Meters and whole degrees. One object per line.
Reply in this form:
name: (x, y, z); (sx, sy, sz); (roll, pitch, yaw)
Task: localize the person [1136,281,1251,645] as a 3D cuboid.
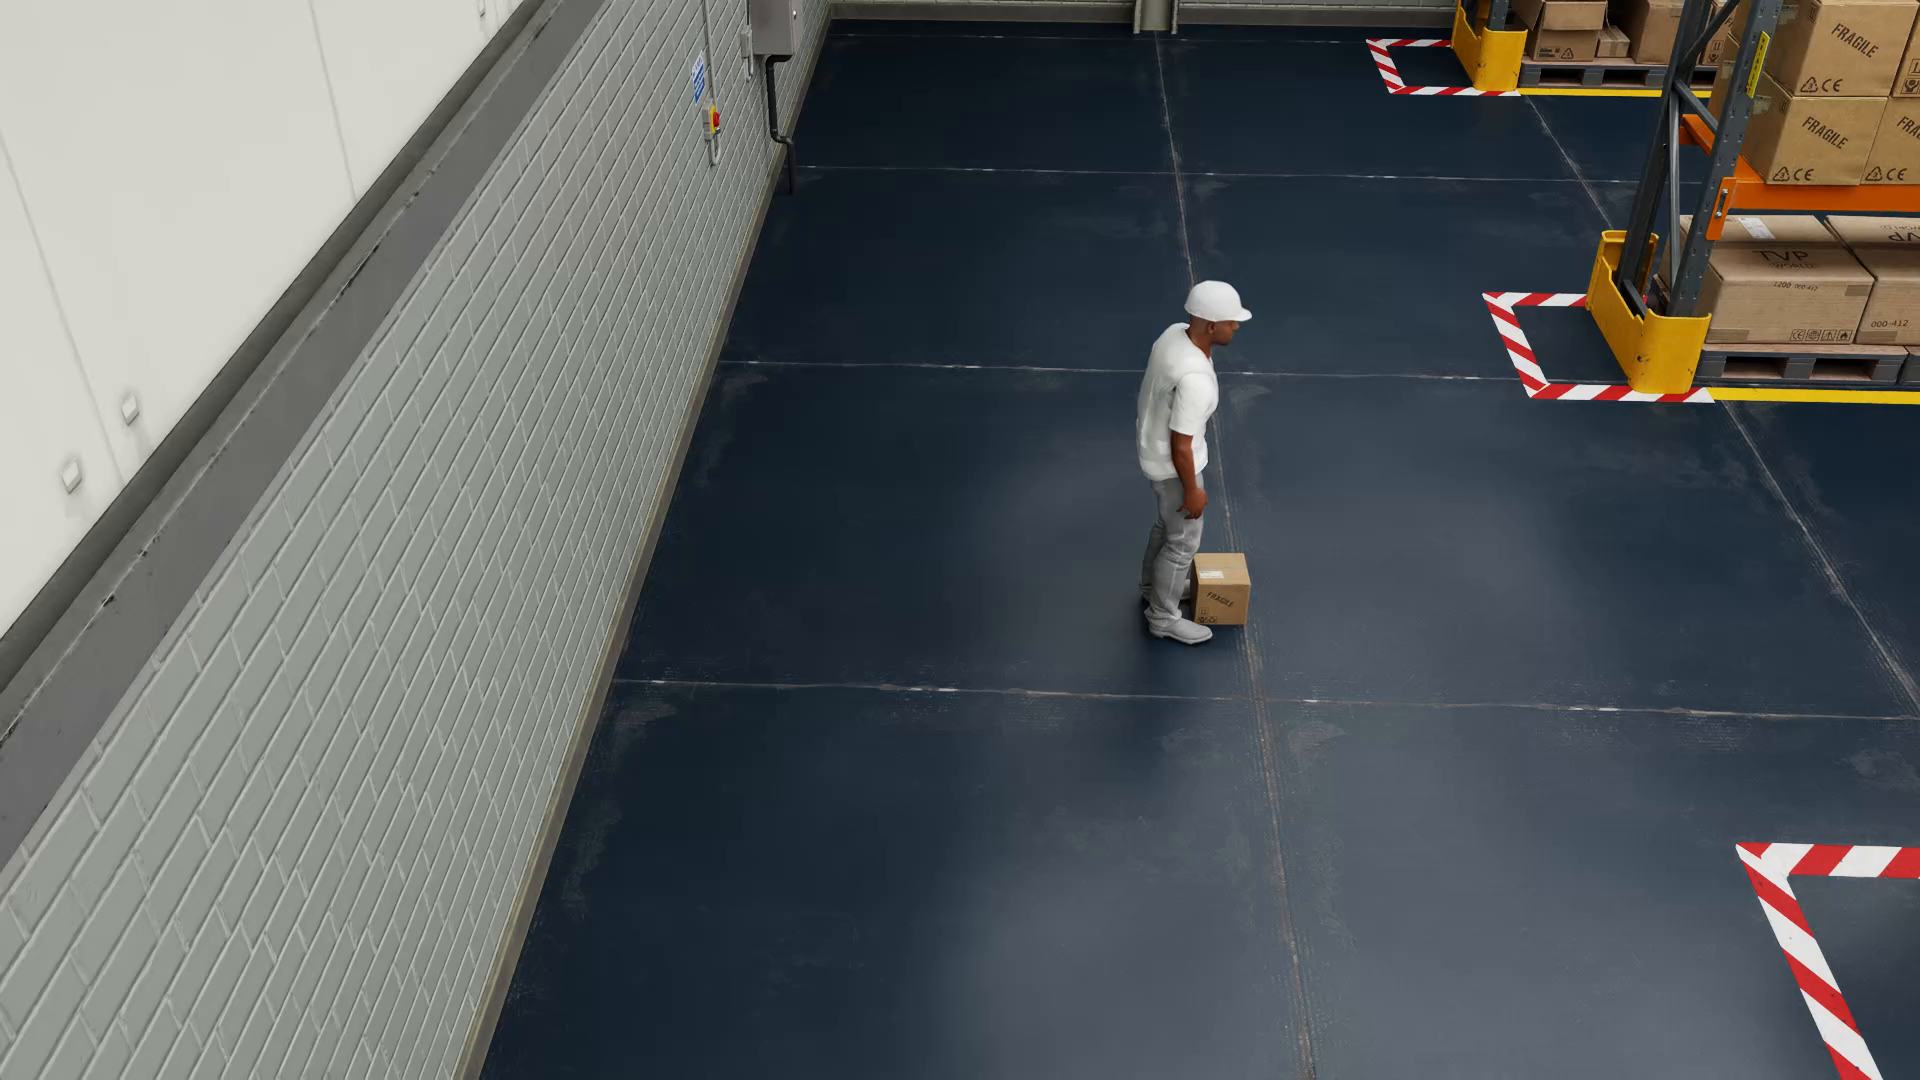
person: (1.033, -0.374, 7.628); (0.459, 1.757, 0.627); (1, 35, 2)
